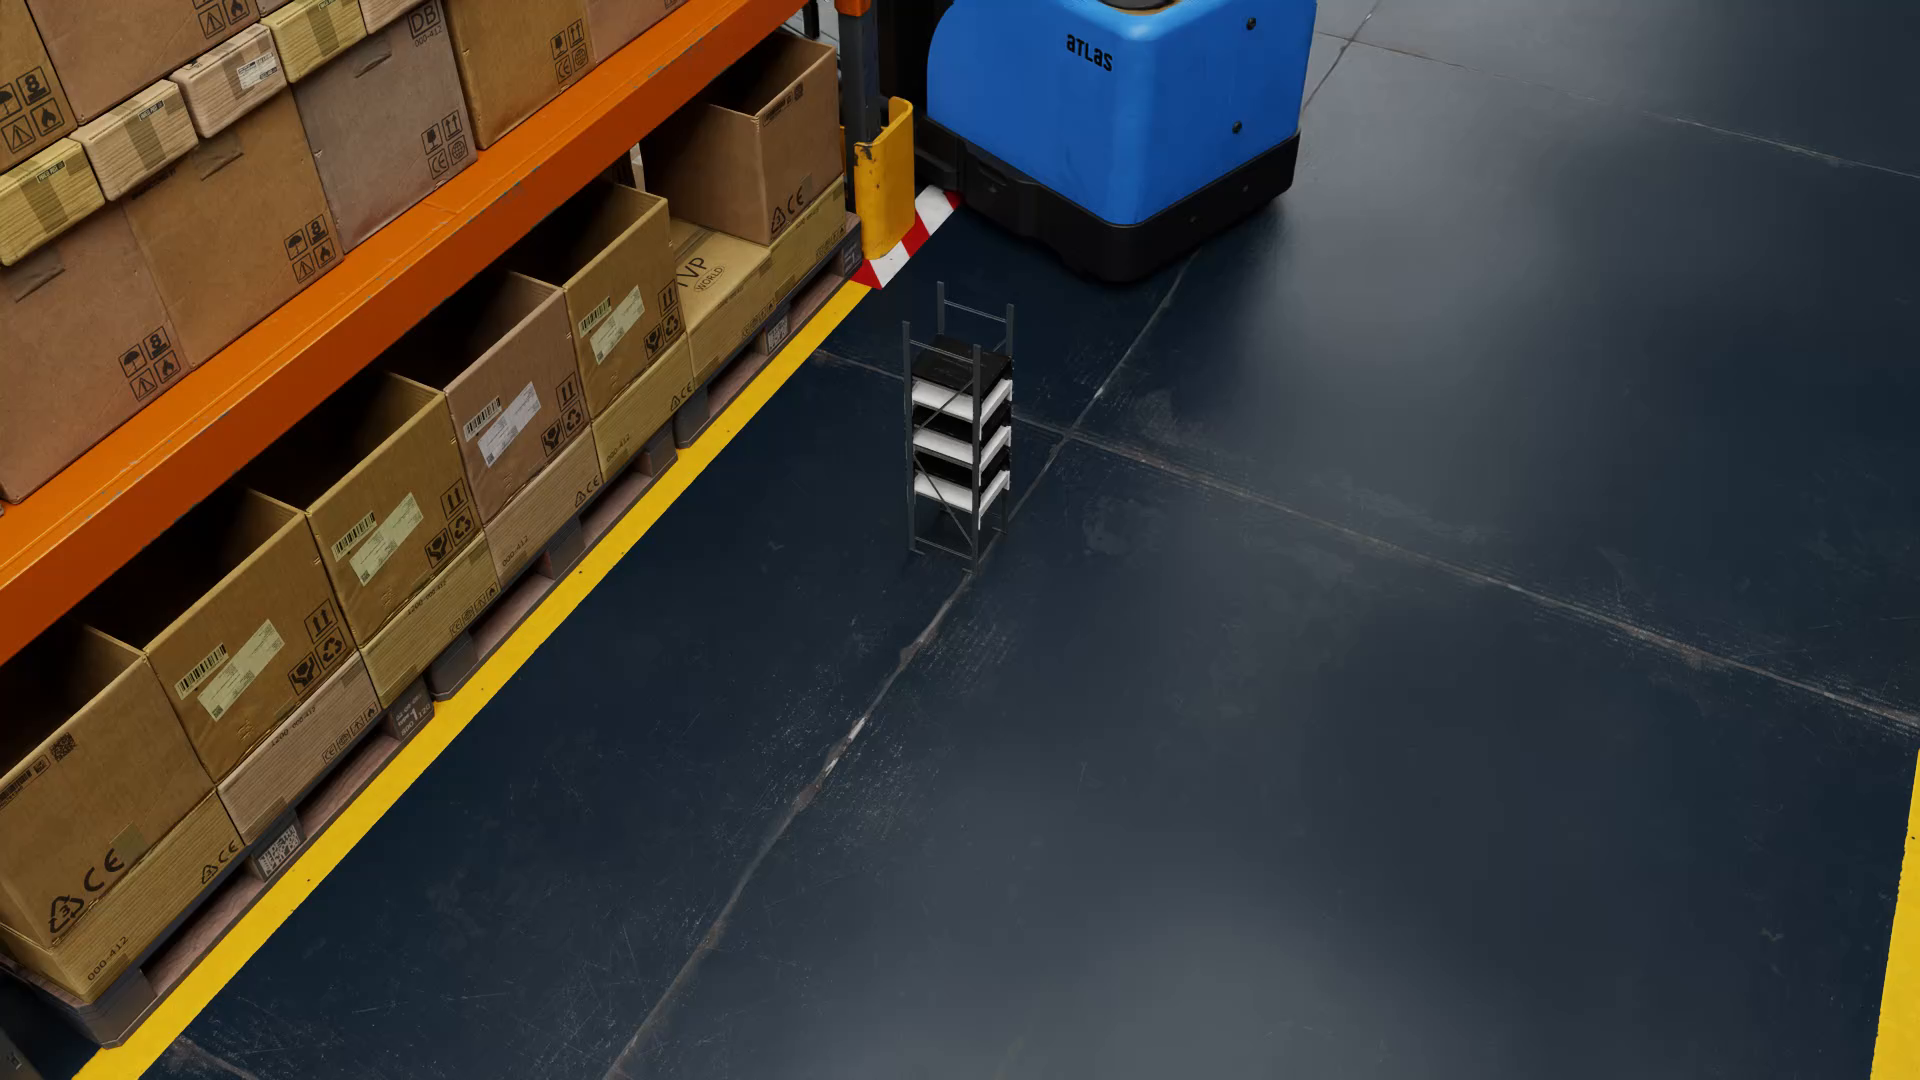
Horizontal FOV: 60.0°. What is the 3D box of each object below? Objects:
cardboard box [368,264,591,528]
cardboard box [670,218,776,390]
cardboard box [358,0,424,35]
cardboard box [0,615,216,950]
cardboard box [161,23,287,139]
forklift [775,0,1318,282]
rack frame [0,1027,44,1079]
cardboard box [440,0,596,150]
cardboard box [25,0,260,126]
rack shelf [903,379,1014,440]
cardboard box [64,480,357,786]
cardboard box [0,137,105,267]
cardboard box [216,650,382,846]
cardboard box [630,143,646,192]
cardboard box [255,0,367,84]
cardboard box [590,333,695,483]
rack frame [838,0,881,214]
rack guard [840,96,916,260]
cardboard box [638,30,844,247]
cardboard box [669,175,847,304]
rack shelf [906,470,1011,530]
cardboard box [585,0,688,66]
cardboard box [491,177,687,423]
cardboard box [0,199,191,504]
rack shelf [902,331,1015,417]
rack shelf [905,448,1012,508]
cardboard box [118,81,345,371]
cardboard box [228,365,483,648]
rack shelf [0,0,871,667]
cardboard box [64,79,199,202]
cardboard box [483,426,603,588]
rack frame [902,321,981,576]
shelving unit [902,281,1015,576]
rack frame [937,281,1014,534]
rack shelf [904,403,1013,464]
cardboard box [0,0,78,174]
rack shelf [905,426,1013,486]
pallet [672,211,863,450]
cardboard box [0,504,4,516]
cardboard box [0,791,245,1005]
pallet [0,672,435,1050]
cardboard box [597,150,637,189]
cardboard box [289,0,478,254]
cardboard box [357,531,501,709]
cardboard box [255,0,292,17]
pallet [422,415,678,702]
[{"bbox_3d":[-1.429,-0.444,4.690,0.500,0.500,0.500,20,49,19],"label":"cardboard box"},{"bbox_3d":[-0.968,-0.811,5.581,0.500,0.250,0.500,20,49,19],"label":"cardboard box"},{"bbox_3d":[-1.486,-1.366,3.965,0.380,0.149,0.250,20,49,19],"label":"cardboard box"},{"bbox_3d":[-2.123,0.502,3.756,0.500,0.500,0.500,20,49,19],"label":"cardboard box"},{"bbox_3d":[-1.725,-1.046,3.649,0.380,0.149,0.250,19,48,18],"label":"cardboard box"},{"bbox_3d":[-0.058,-2.936,6.091,1.130,2.935,3.031,-33,54,-28],"label":"forklift"},{"bbox_3d":[-2.613,0.136,3.006,0.949,2.616,0.053,20,49,19],"label":"rack frame"},{"bbox_3d":[-1.462,-1.487,4.540,0.700,0.500,0.500,21,49,19],"label":"cardboard box"},{"bbox_3d":[-1.949,-1.272,3.415,0.700,0.500,0.500,20,49,19],"label":"cardboard box"},{"bbox_3d":[-0.004,-0.414,4.821,0.258,0.077,0.200,20,49,19],"label":"rack shelf"},{"bbox_3d":[-1.898,0.184,4.070,0.500,0.500,0.500,20,49,19],"label":"cardboard box"},{"bbox_3d":[-1.964,-0.720,3.326,0.380,0.149,0.250,20,49,19],"label":"cardboard box"},{"bbox_3d":[-1.895,0.449,4.335,0.500,0.250,0.500,20,49,19],"label":"cardboard box"},{"bbox_3d":[-1.205,-1.301,6.065,0.500,0.250,0.500,20,49,19],"label":"cardboard box"},{"bbox_3d":[-1.604,-1.210,3.811,0.380,0.149,0.250,20,49,19],"label":"cardboard box"},{"bbox_3d":[-1.198,-0.496,5.269,0.500,0.250,0.500,20,49,19],"label":"cardboard box"},{"bbox_3d":[-0.759,-2.385,5.498,1.000,3.000,0.127,20,49,19],"label":"rack frame"},{"bbox_3d":[-0.748,-1.521,6.402,1.175,0.500,0.348,20,49,19],"label":"rack guard"},{"bbox_3d":[-0.744,-1.393,5.629,0.500,0.500,0.500,20,49,19],"label":"cardboard box"},{"bbox_3d":[-0.746,-1.130,5.896,0.500,0.250,0.500,20,49,19],"label":"cardboard box"},{"bbox_3d":[-0.004,-0.161,5.077,0.258,0.077,0.200,20,49,19],"label":"rack shelf"},{"bbox_3d":[-1.227,-1.797,4.847,0.700,0.500,0.500,22,49,20],"label":"cardboard box"},{"bbox_3d":[-1.196,-0.758,5.001,0.500,0.500,0.500,20,49,19],"label":"cardboard box"},{"bbox_3d":[-2.176,-0.516,3.581,0.700,0.500,0.500,20,49,19],"label":"cardboard box"},{"bbox_3d":[-0.004,-0.478,4.757,0.258,0.077,0.200,20,49,19],"label":"rack shelf"},{"bbox_3d":[-0.004,-0.225,5.013,0.258,0.077,0.200,20,49,19],"label":"rack shelf"},{"bbox_3d":[-1.940,-0.831,3.892,0.700,0.500,0.500,21,49,20],"label":"cardboard box"},{"bbox_3d":[-1.659,-0.128,4.378,0.500,0.500,0.500,20,49,19],"label":"cardboard box"},{"bbox_3d":[-1.687,-0.872,4.508,1.077,0.370,4.000,20,49,19],"label":"rack shelf"},{"bbox_3d":[-1.846,-0.877,3.482,0.380,0.149,0.250,19,48,18],"label":"cardboard box"},{"bbox_3d":[-1.432,-0.181,4.958,0.500,0.250,0.500,20,49,19],"label":"cardboard box"},{"bbox_3d":[-0.051,-0.247,4.862,0.240,0.900,0.006,20,49,19],"label":"rack frame"},{"bbox_3d":[-0.004,-0.311,4.925,0.258,0.900,0.210,20,49,19],"label":"shelving unit"},{"bbox_3d":[0.043,-0.375,4.988,0.240,0.900,0.006,20,49,19],"label":"rack frame"},{"bbox_3d":[-0.004,-0.351,4.885,0.258,0.077,0.200,20,49,19],"label":"rack shelf"},{"bbox_3d":[-2.182,-0.956,3.104,0.700,0.500,0.500,20,49,19],"label":"cardboard box"},{"bbox_3d":[-0.004,-0.288,4.949,0.258,0.077,0.200,20,49,19],"label":"rack shelf"},{"bbox_3d":[-1.077,-0.909,6.000,1.003,0.211,1.213,20,49,19],"label":"pallet"},{"bbox_3d":[-2.415,-0.181,3.250,0.700,0.500,0.500,19,48,18],"label":"cardboard box"},{"bbox_3d":[-2.132,0.762,4.026,0.500,0.250,0.500,20,49,19],"label":"cardboard box"},{"bbox_3d":[-2.210,0.628,4.481,1.003,0.211,1.213,20,49,19],"label":"pallet"},{"bbox_3d":[-1.435,-1.249,5.486,0.500,0.500,0.500,20,49,19],"label":"cardboard box"},{"bbox_3d":[-1.703,-1.154,4.211,0.700,0.500,0.500,22,49,20],"label":"cardboard box"},{"bbox_3d":[-1.659,0.136,4.645,0.500,0.250,0.500,20,49,19],"label":"cardboard box"},{"bbox_3d":[-1.717,-1.586,3.726,0.700,0.500,0.500,20,49,19],"label":"cardboard box"},{"bbox_3d":[-1.644,-0.143,5.243,1.003,0.211,1.213,20,49,19],"label":"pallet"}]
